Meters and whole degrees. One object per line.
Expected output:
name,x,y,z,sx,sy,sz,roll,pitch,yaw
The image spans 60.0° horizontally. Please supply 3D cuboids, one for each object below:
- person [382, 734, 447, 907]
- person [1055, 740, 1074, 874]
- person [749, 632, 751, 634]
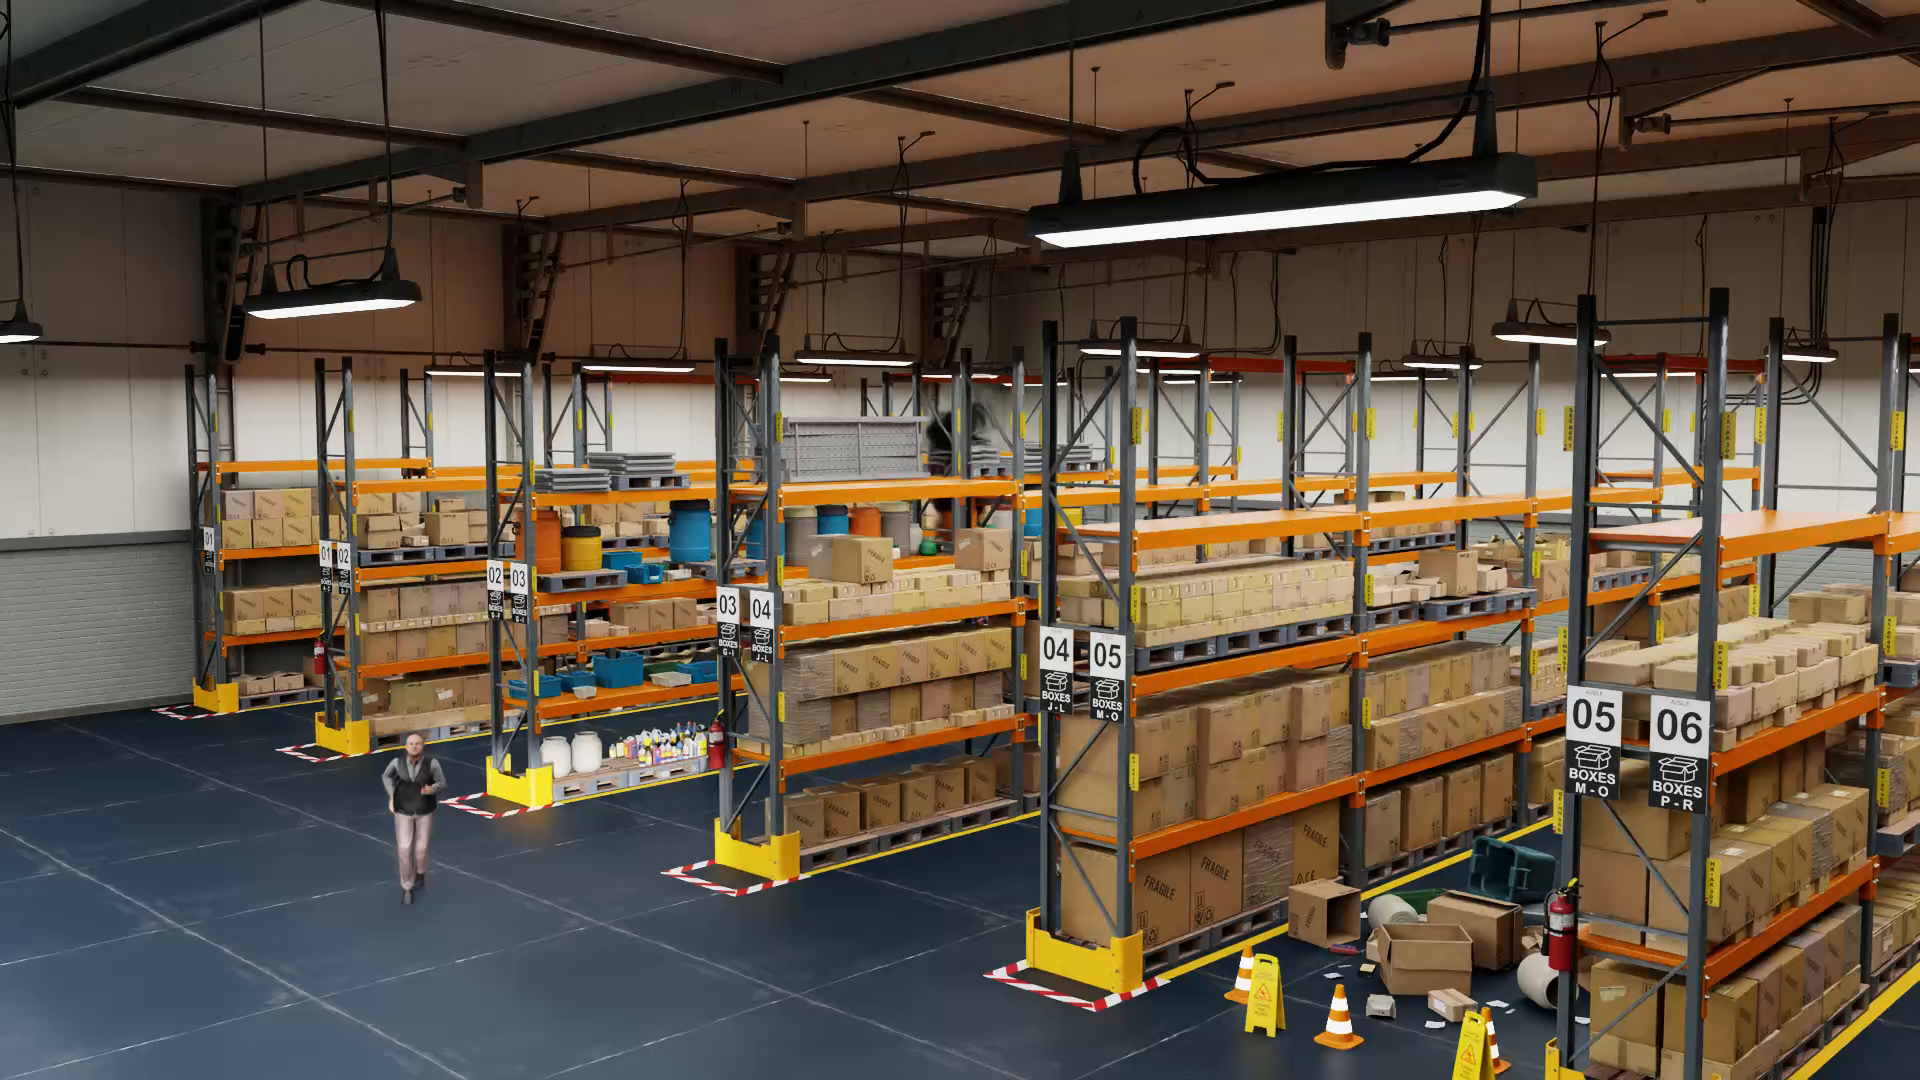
person,-5.808,2.953,17.740,0.642,1.783,0.799,-2,5,-21
person,1.146,2.954,18.456,0.527,1.555,0.670,2,5,23
person,-4.225,1.667,34.208,0.642,1.837,0.812,3,5,36
